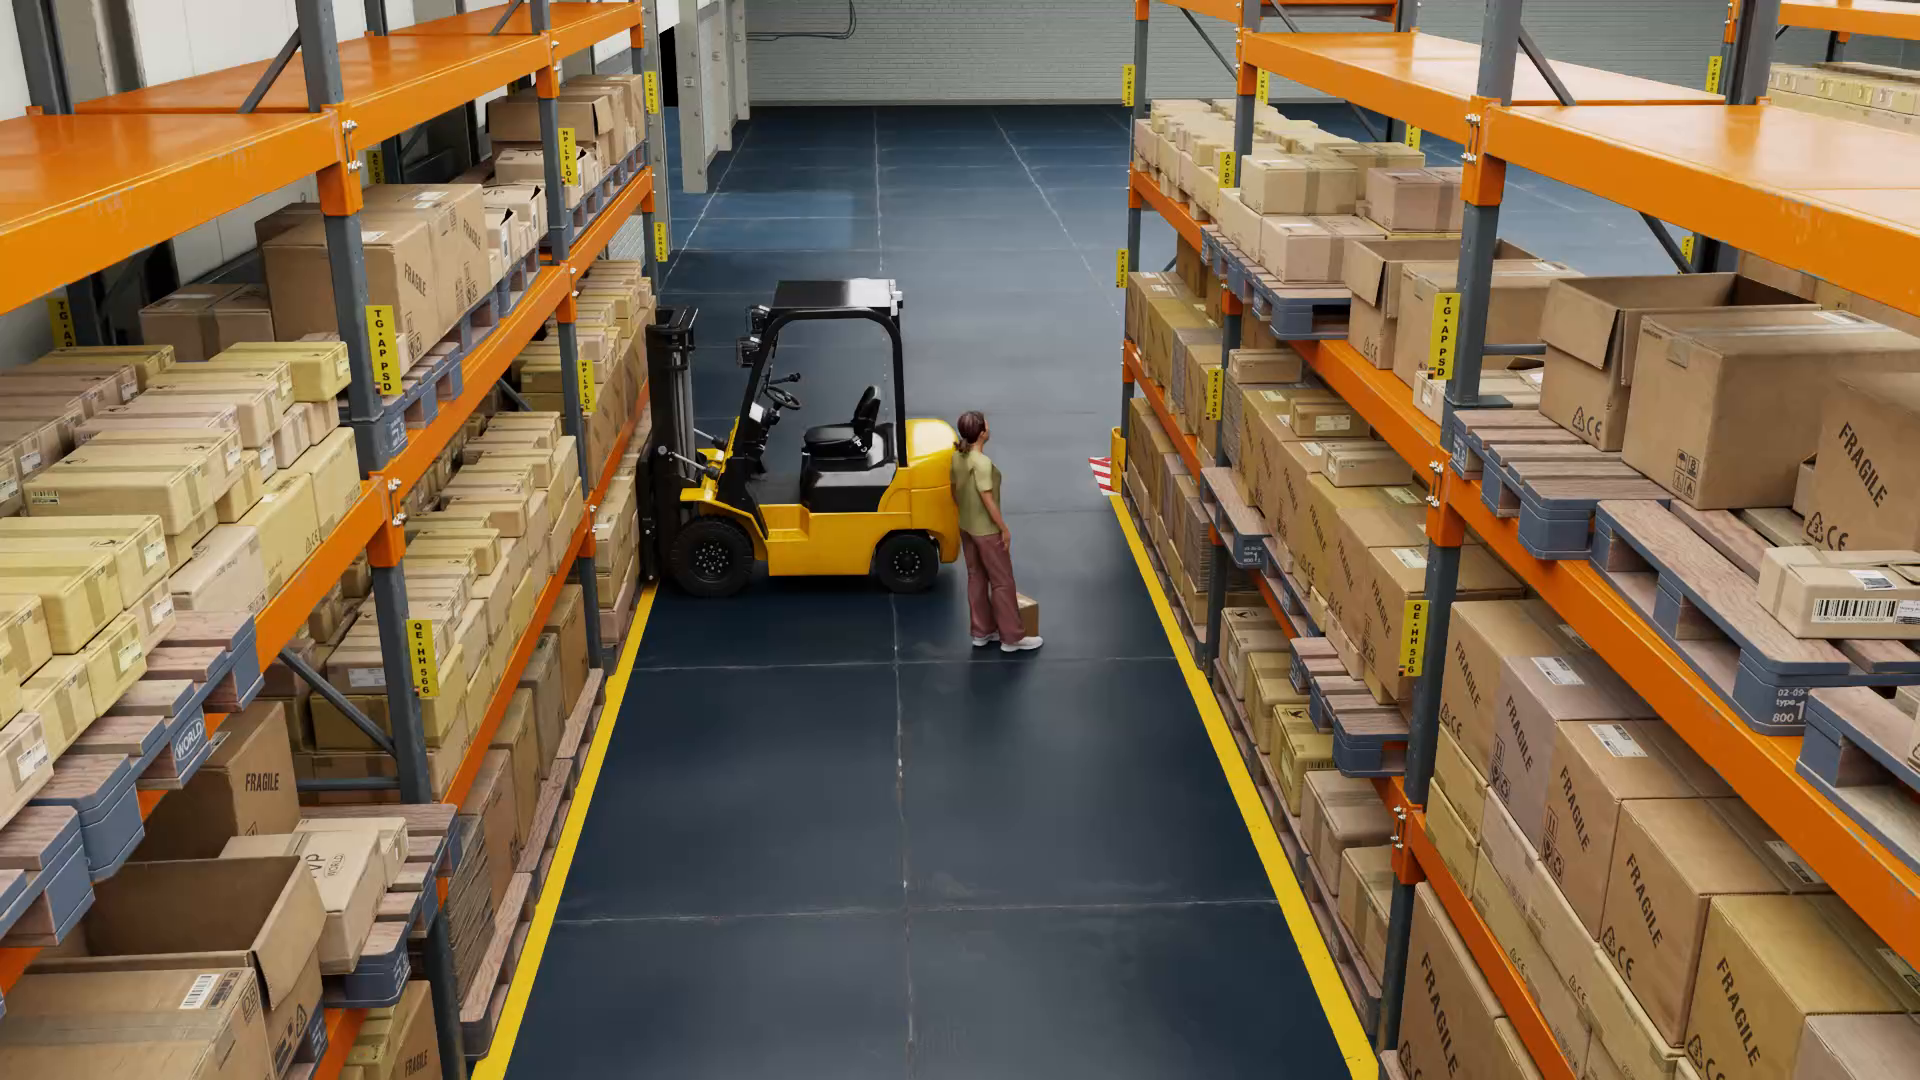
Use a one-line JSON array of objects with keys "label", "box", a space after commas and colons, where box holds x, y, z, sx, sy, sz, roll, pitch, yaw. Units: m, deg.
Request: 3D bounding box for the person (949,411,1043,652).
[{"label": "person", "box": [0.213, -0.078, 11.263, 0.548, 1.674, 0.553, -12, 24, -30]}]
